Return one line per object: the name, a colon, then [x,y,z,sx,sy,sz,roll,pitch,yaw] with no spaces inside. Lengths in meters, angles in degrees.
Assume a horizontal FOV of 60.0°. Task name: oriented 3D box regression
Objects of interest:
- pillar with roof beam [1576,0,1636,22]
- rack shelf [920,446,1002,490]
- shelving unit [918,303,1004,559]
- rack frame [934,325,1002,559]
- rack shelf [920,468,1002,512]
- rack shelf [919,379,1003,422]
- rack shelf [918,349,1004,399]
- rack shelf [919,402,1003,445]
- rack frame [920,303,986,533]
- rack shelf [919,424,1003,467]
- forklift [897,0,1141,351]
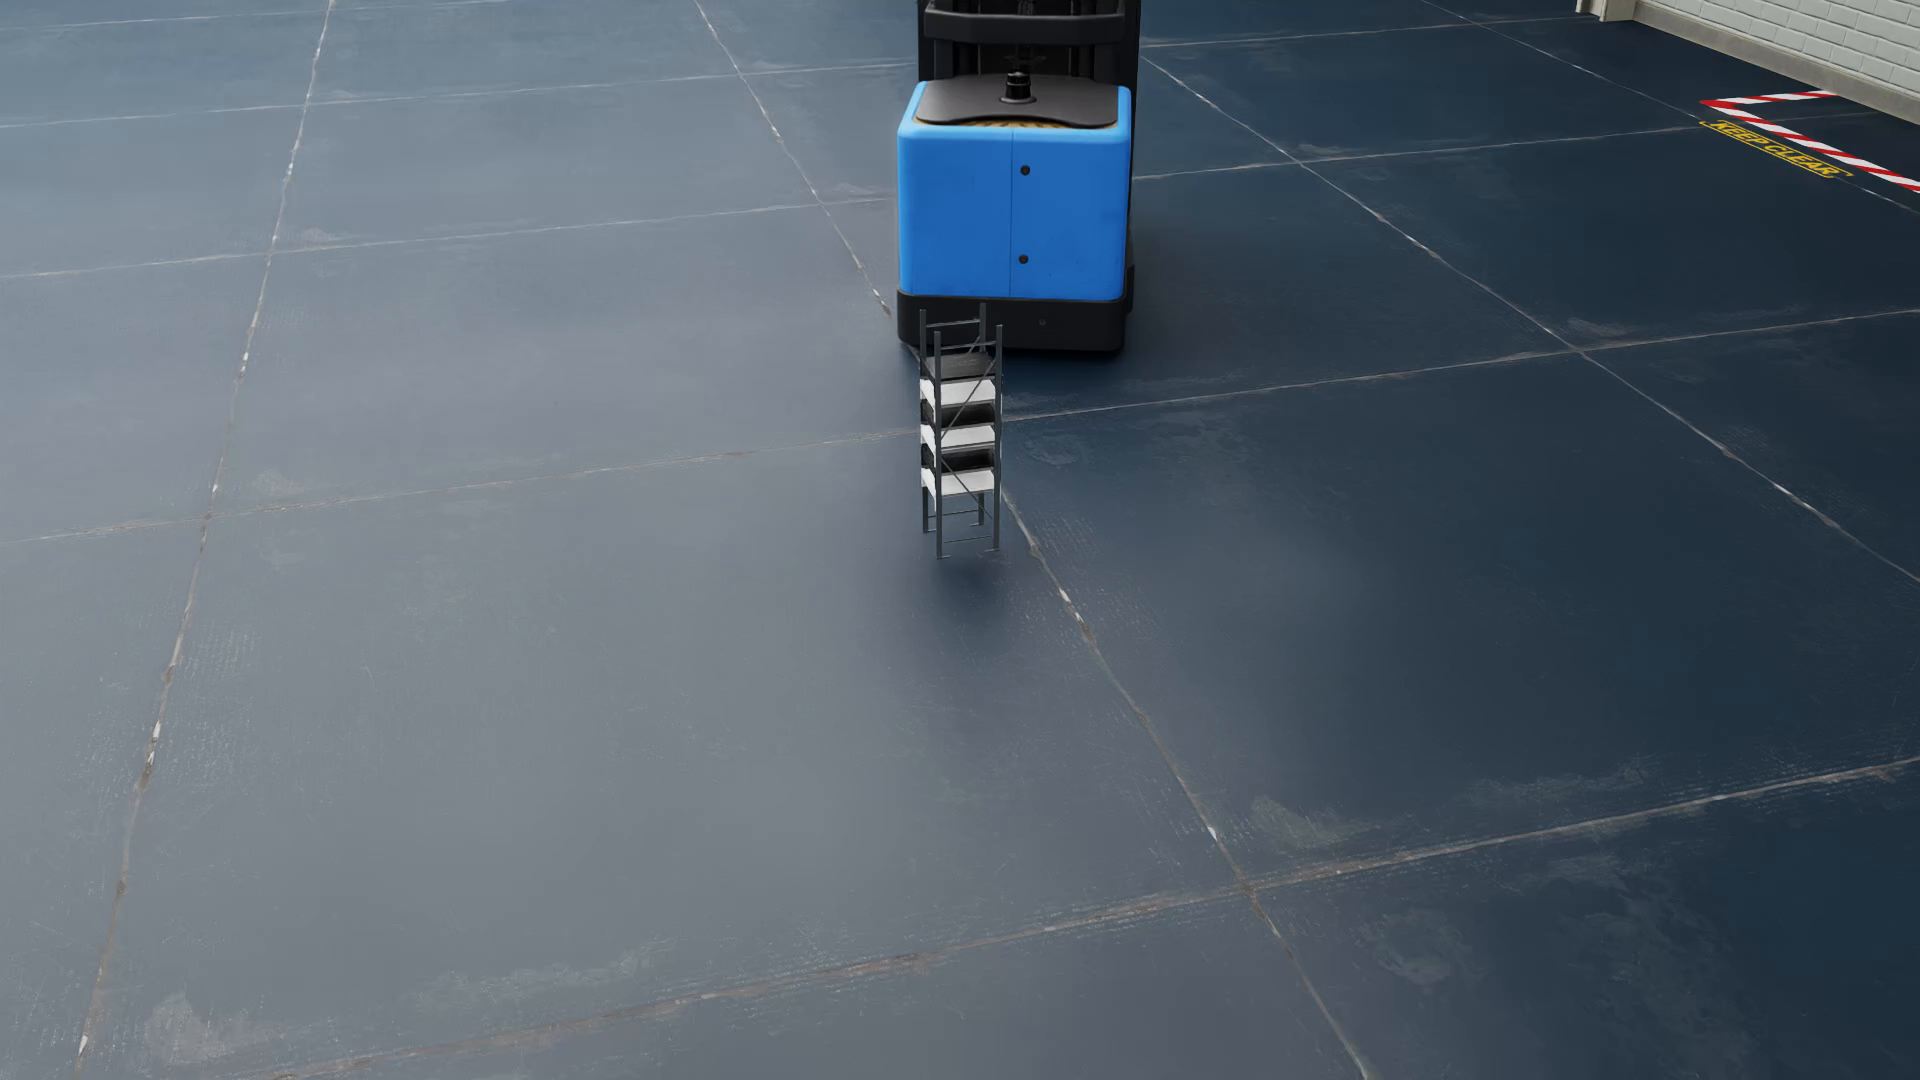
pillar with roof beam: [1.183,-7.660,10.501,9.100,9.000,0.400,-8,31,-13]
rack shelf: [0.002,-0.279,6.080,0.258,0.077,0.200,-8,31,-13]
shelving unit: [0.002,-0.386,6.018,0.258,0.900,0.210,-8,31,-13]
rack frame: [0.029,-0.336,5.933,0.240,0.900,0.006,-8,31,-13]
rack shelf: [0.002,-0.201,6.125,0.258,0.077,0.200,-8,31,-13]
rack shelf: [0.002,-0.512,5.944,0.258,0.077,0.200,-8,31,-13]
rack shelf: [0.002,-0.590,5.899,0.258,0.077,0.200,-8,31,-13]
rack shelf: [0.002,-0.435,5.989,0.258,0.077,0.200,-8,31,-13]
rack frame: [-0.025,-0.435,6.103,0.240,0.900,0.006,-8,31,-13]
rack shelf: [0.002,-0.357,6.034,0.258,0.077,0.200,-8,31,-13]
forklift: [0.359,-2.843,8.236,1.130,2.935,3.031,3,30,4]
